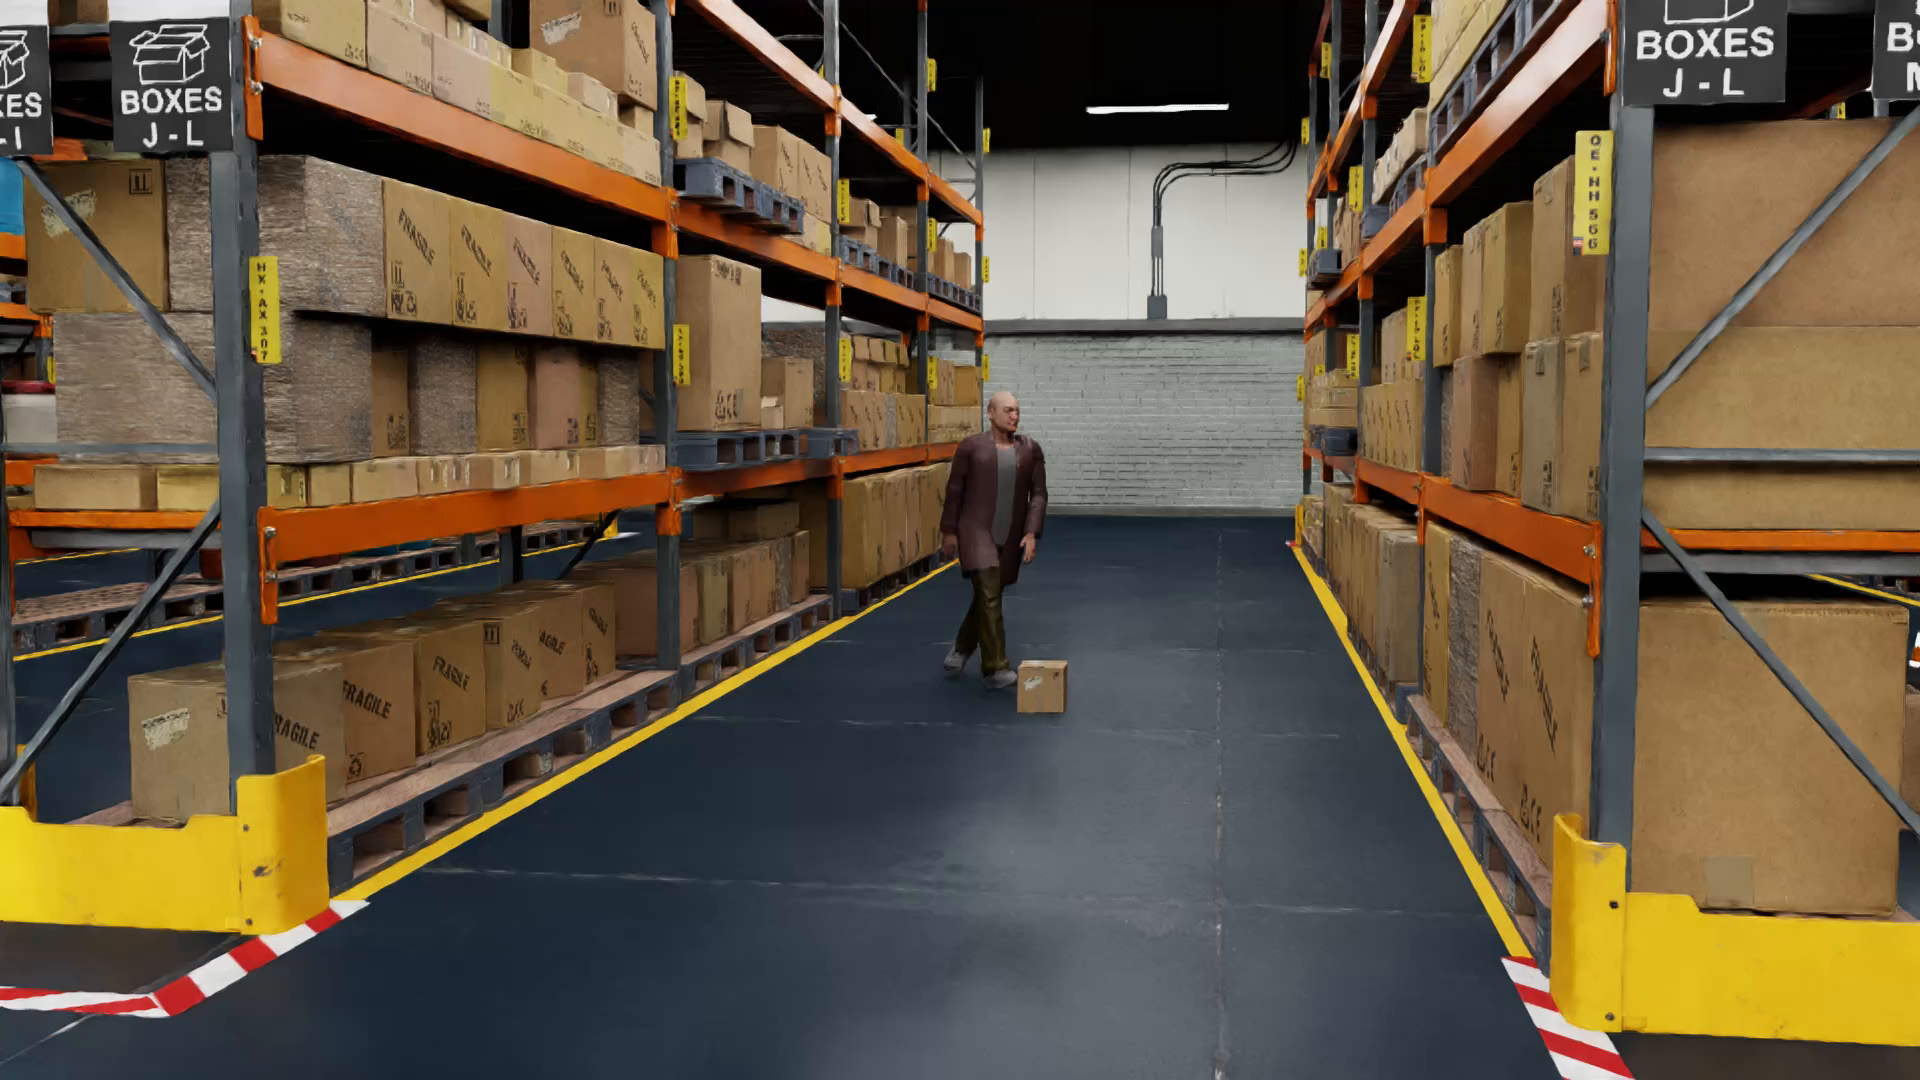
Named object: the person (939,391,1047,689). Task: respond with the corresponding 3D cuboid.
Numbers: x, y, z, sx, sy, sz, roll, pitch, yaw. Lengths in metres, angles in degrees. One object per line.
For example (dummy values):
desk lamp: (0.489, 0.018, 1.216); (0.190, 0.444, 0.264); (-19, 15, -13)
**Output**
person: (0.221, -0.014, 9.901); (0.595, 1.738, 1.039); (-2, 5, -20)
